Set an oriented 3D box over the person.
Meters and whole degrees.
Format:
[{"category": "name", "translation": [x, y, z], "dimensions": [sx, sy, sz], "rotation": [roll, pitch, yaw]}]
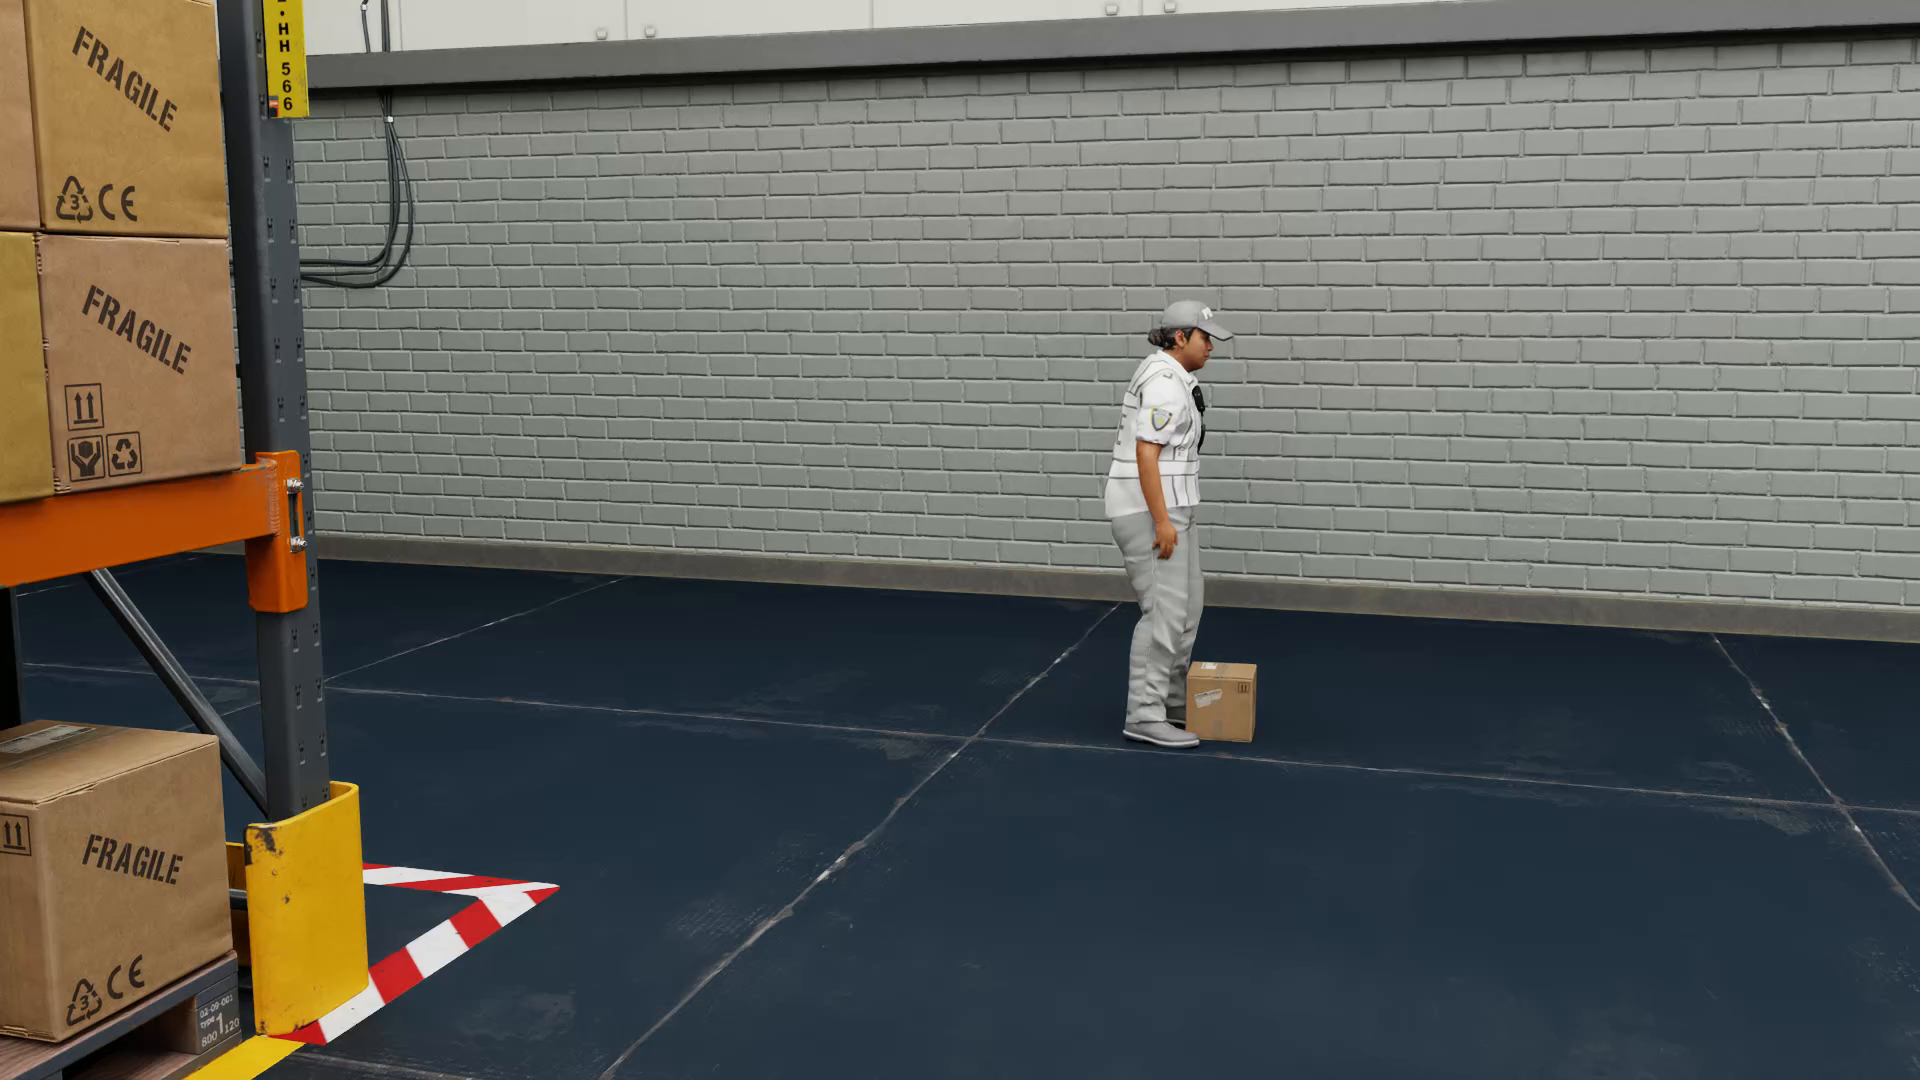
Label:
[{"category": "person", "translation": [0.795, -0.082, 6.374], "dimensions": [0.467, 1.665, 0.554], "rotation": [2, 9, 13]}]
